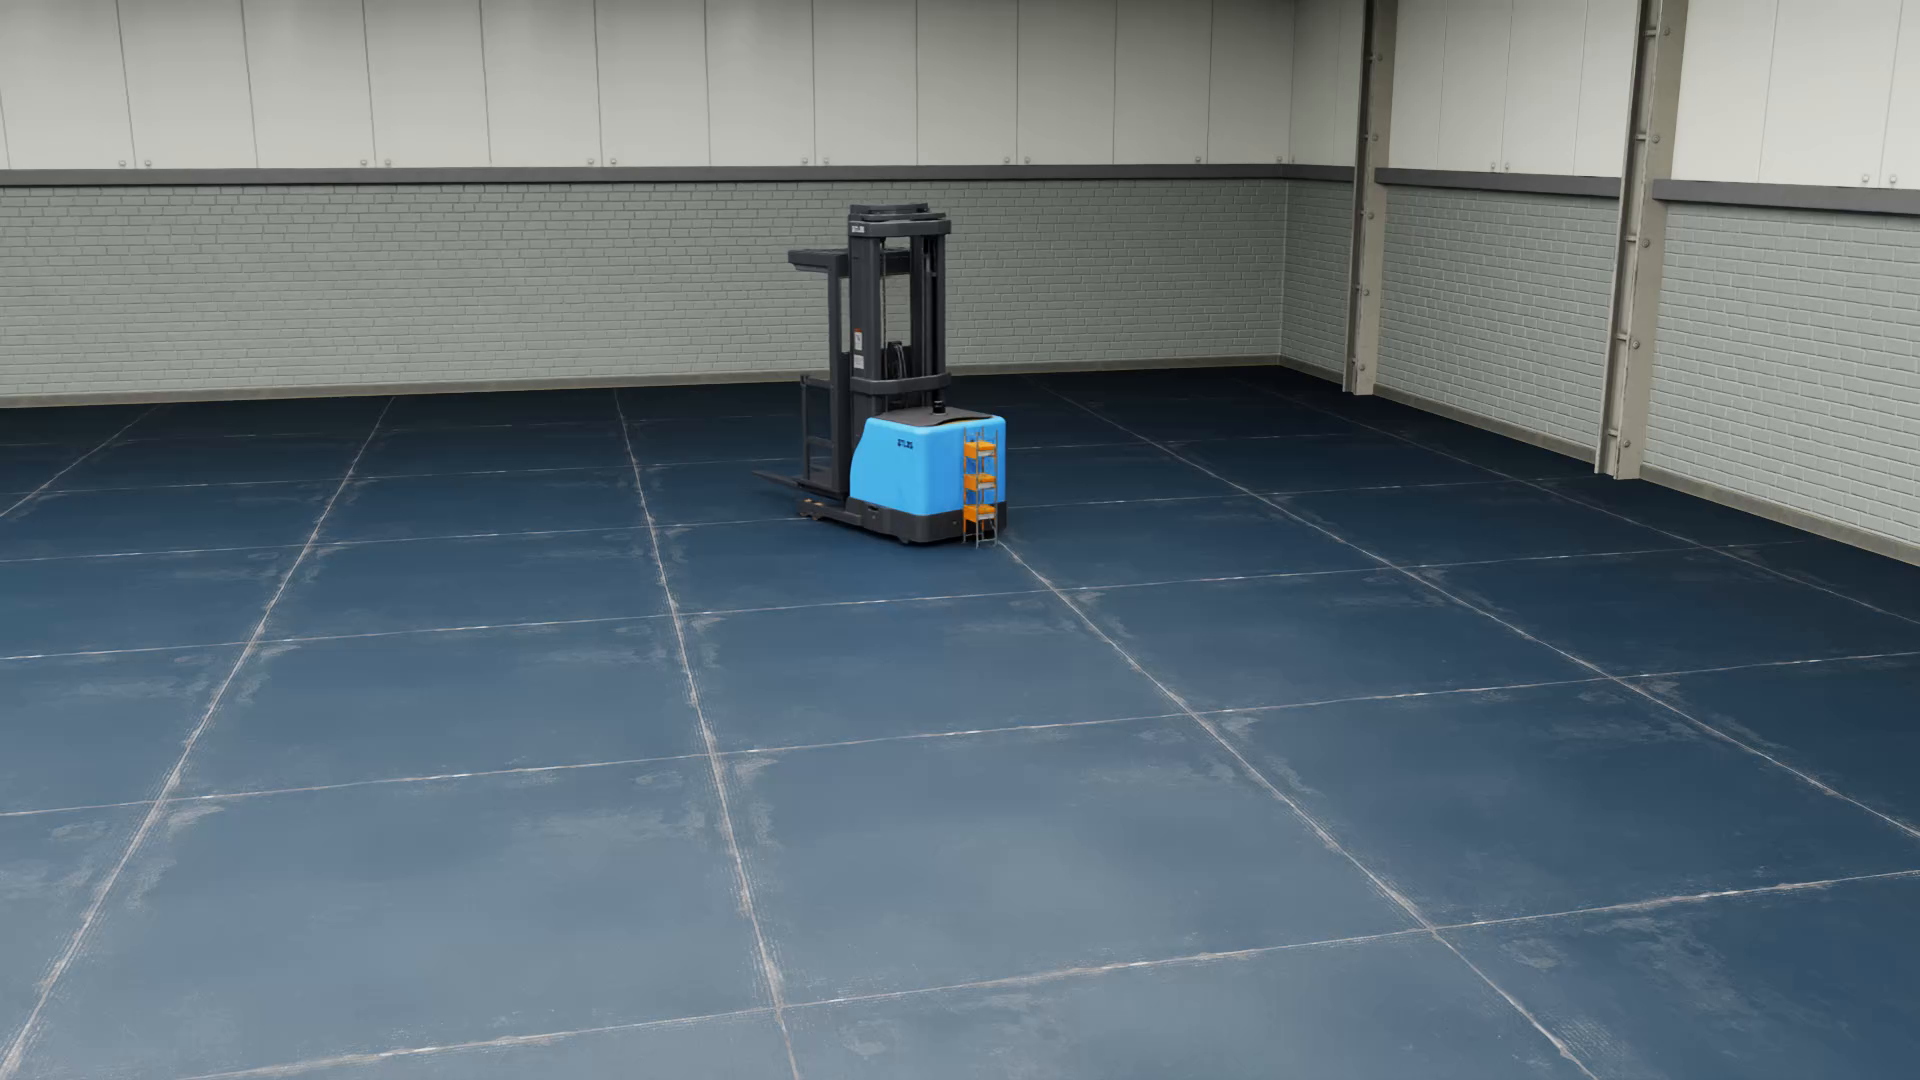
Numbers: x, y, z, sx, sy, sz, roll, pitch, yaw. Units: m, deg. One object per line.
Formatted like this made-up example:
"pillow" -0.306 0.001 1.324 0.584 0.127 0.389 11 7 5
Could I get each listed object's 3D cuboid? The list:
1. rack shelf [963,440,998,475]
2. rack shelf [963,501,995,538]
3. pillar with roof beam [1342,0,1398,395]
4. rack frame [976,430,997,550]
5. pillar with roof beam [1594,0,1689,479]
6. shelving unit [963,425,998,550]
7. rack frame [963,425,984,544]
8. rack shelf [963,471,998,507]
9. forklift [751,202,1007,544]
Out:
"rack shelf" 0.178 -0.728 14.544 0.215 0.259 0.240 -7 15 -27
"rack shelf" 0.178 -0.182 14.677 0.215 0.259 0.240 -7 15 -27
"pillar with roof beam" 1.432 -6.208 21.377 9.100 9.000 0.400 -3 14 -13
"rack frame" 0.235 -0.437 14.504 0.200 1.050 0.008 -7 15 -27
"pillar with roof beam" 2.841 -4.824 15.711 9.100 9.000 0.400 -3 14 -13
"shelving unit" 0.178 -0.463 14.609 0.215 1.050 0.252 -7 15 -27
"rack frame" 0.121 -0.488 14.713 0.200 1.050 0.008 -7 15 -27
"rack shelf" 0.178 -0.452 14.611 0.215 0.259 0.240 -7 15 -27
"forklift" -0.900 -1.677 15.617 1.130 2.935 3.031 -11 18 -38
